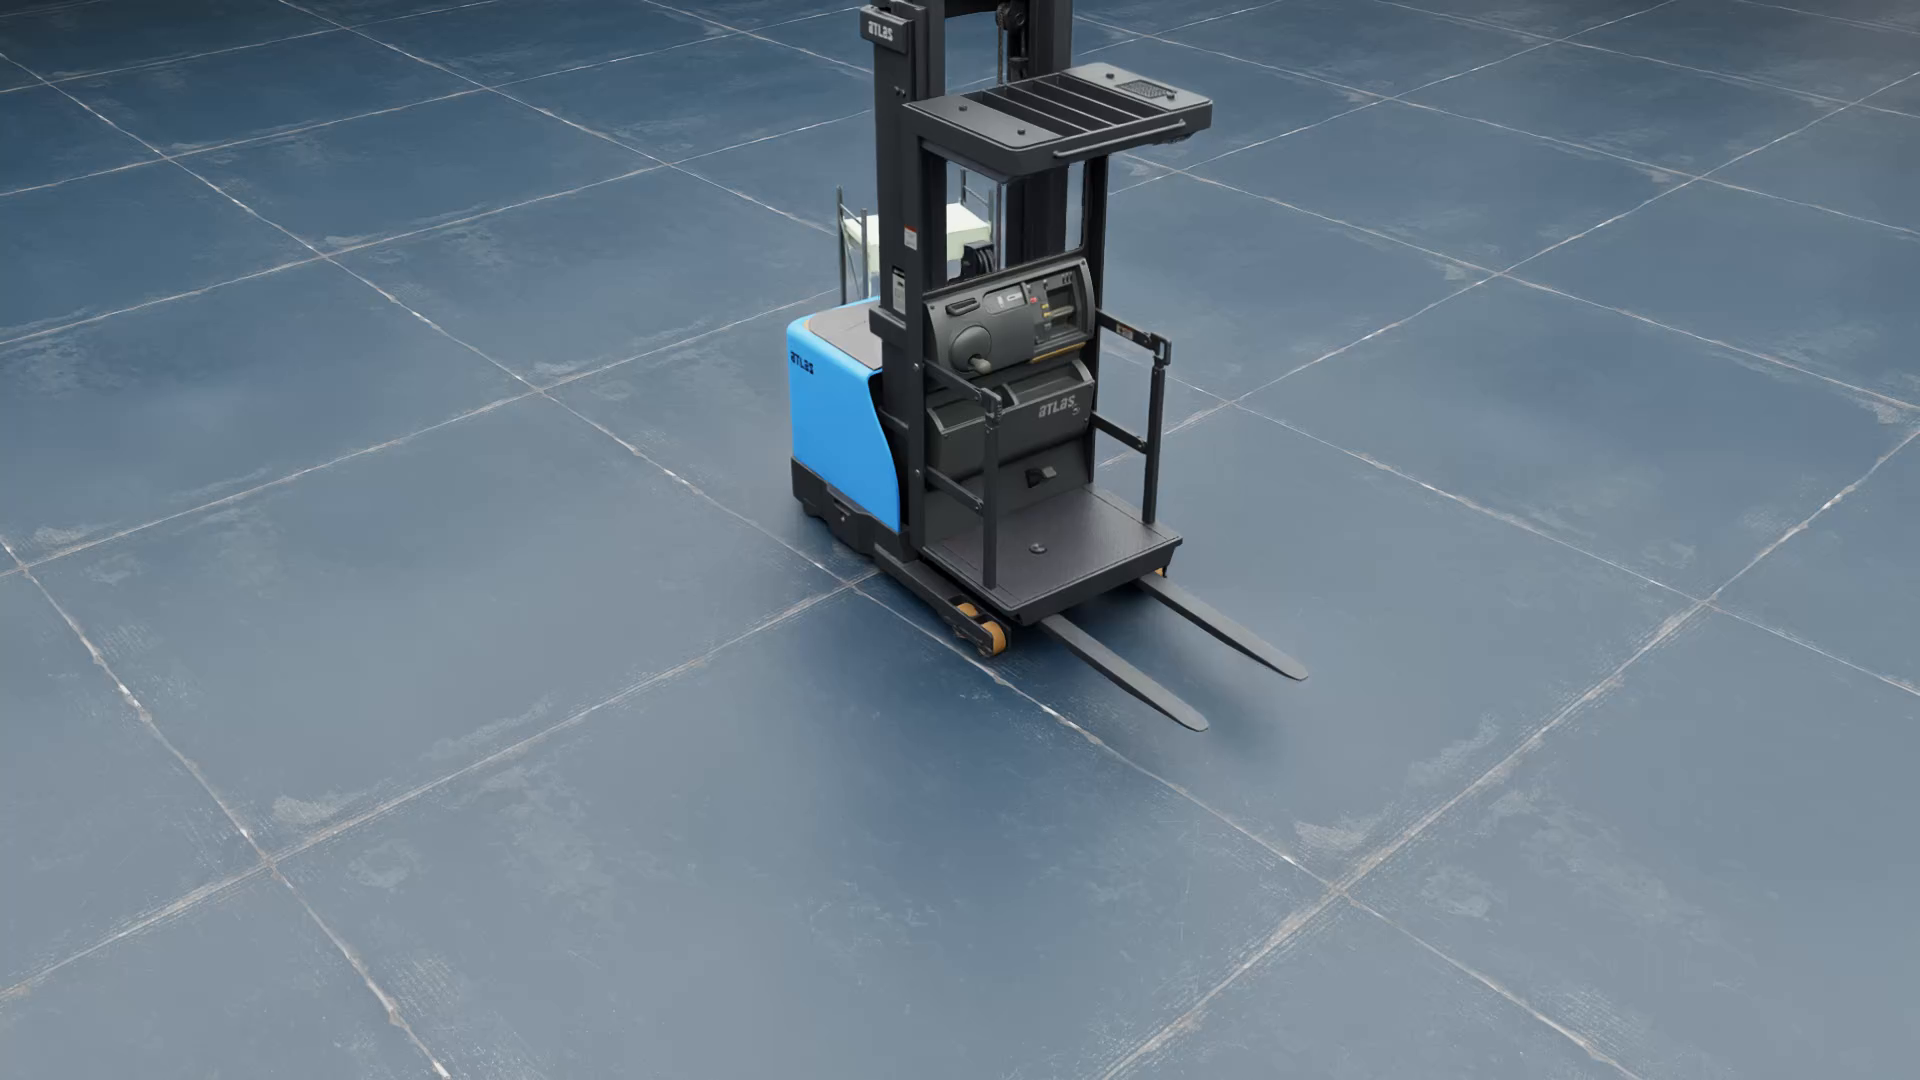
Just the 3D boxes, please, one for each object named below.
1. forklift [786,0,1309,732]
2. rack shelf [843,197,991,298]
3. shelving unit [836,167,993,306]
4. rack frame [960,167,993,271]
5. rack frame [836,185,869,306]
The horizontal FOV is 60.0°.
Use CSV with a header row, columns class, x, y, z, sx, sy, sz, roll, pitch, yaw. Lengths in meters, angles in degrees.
class,x,y,z,sx,sy,sz,roll,pitch,yaw
forklift,0.373,-0.990,7.560,1.130,2.935,3.031,-21,37,-31
rack shelf,-0.245,-1.598,9.178,0.720,0.370,0.431,-13,34,-20
shelving unit,-0.245,-1.265,9.381,0.755,1.500,0.431,-13,34,-20
rack frame,0.089,-1.343,9.509,0.023,1.500,0.400,-13,34,-20
rack frame,-0.579,-1.187,9.254,0.023,1.500,0.400,-13,34,-20
